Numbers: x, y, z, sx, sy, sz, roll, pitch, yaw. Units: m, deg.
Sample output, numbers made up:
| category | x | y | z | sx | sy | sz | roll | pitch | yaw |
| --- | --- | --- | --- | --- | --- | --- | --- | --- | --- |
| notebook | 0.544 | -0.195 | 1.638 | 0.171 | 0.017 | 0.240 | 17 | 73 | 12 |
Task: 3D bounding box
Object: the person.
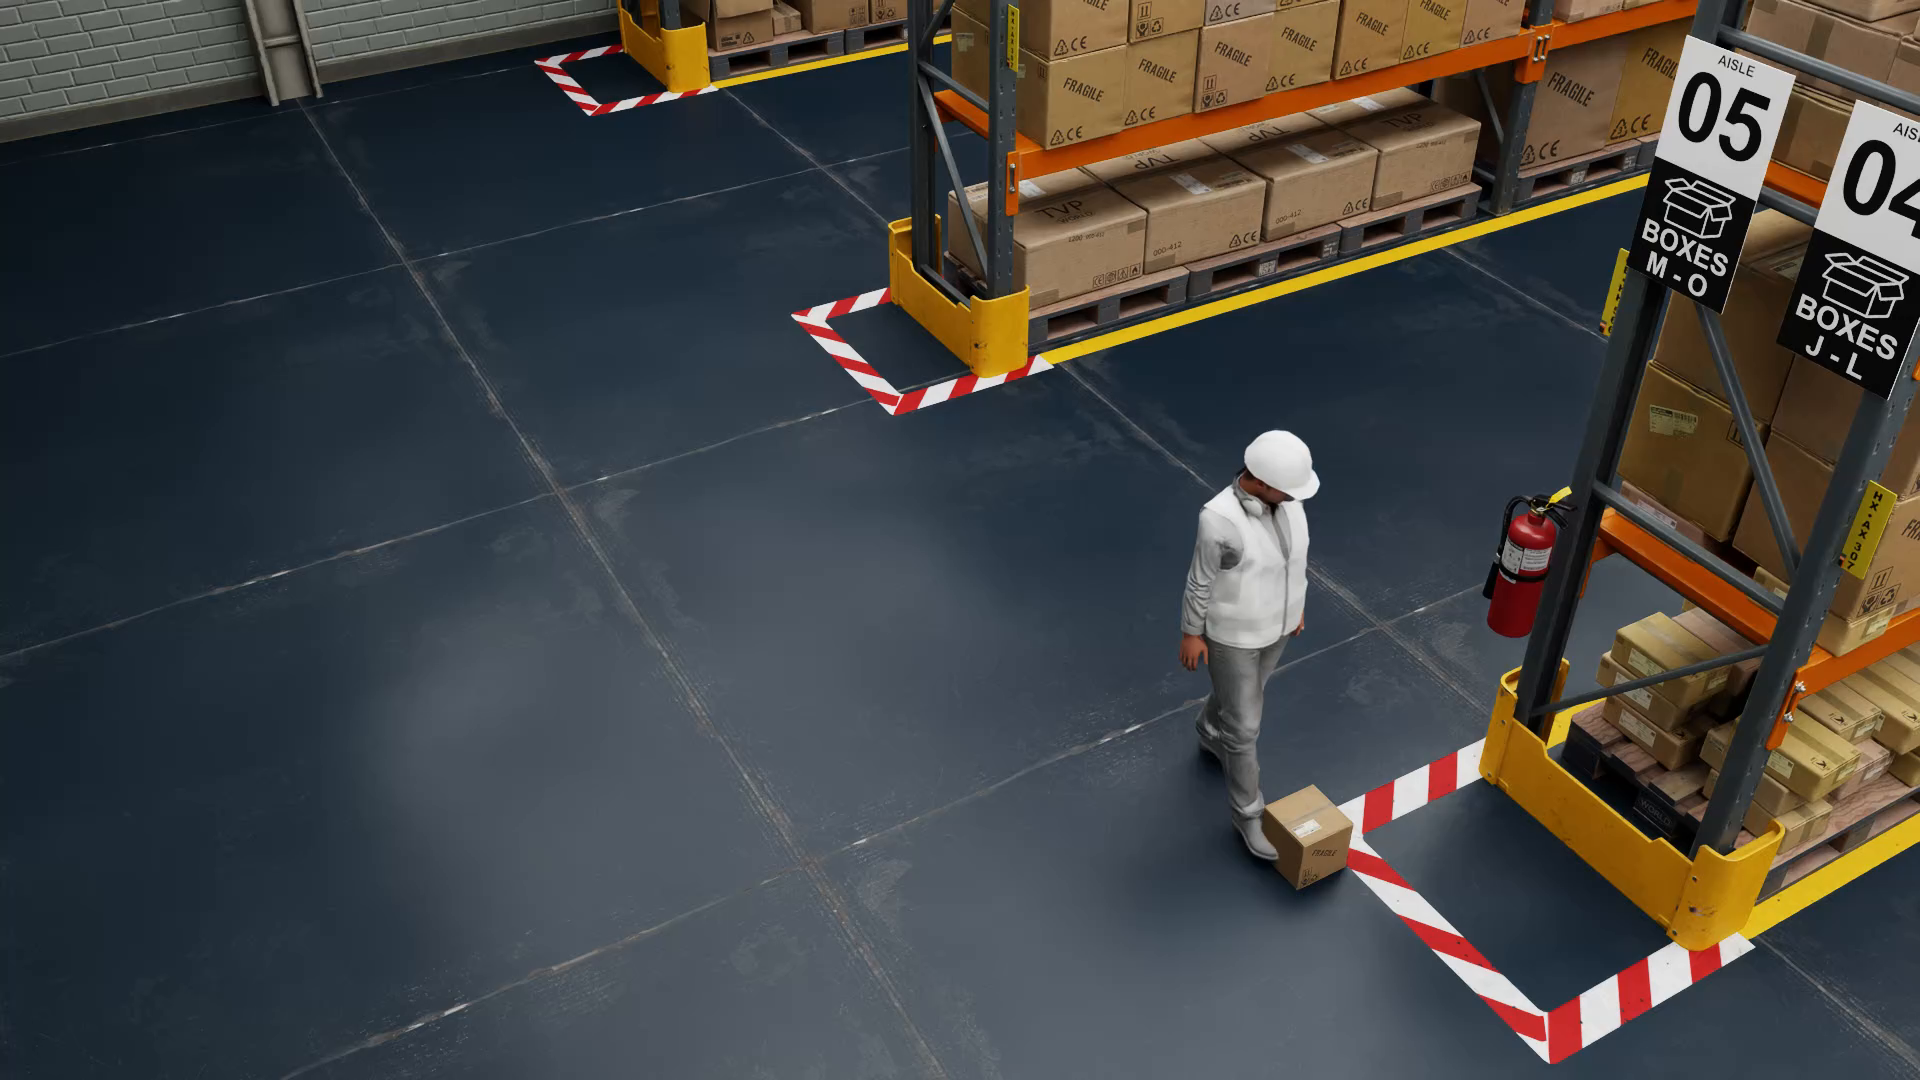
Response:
| category | x | y | z | sx | sy | sz | roll | pitch | yaw |
| --- | --- | --- | --- | --- | --- | --- | --- | --- | --- |
| person | 1.190 | 0.354 | 6.411 | 0.573 | 1.747 | 0.732 | -25 | 43 | -30 |
